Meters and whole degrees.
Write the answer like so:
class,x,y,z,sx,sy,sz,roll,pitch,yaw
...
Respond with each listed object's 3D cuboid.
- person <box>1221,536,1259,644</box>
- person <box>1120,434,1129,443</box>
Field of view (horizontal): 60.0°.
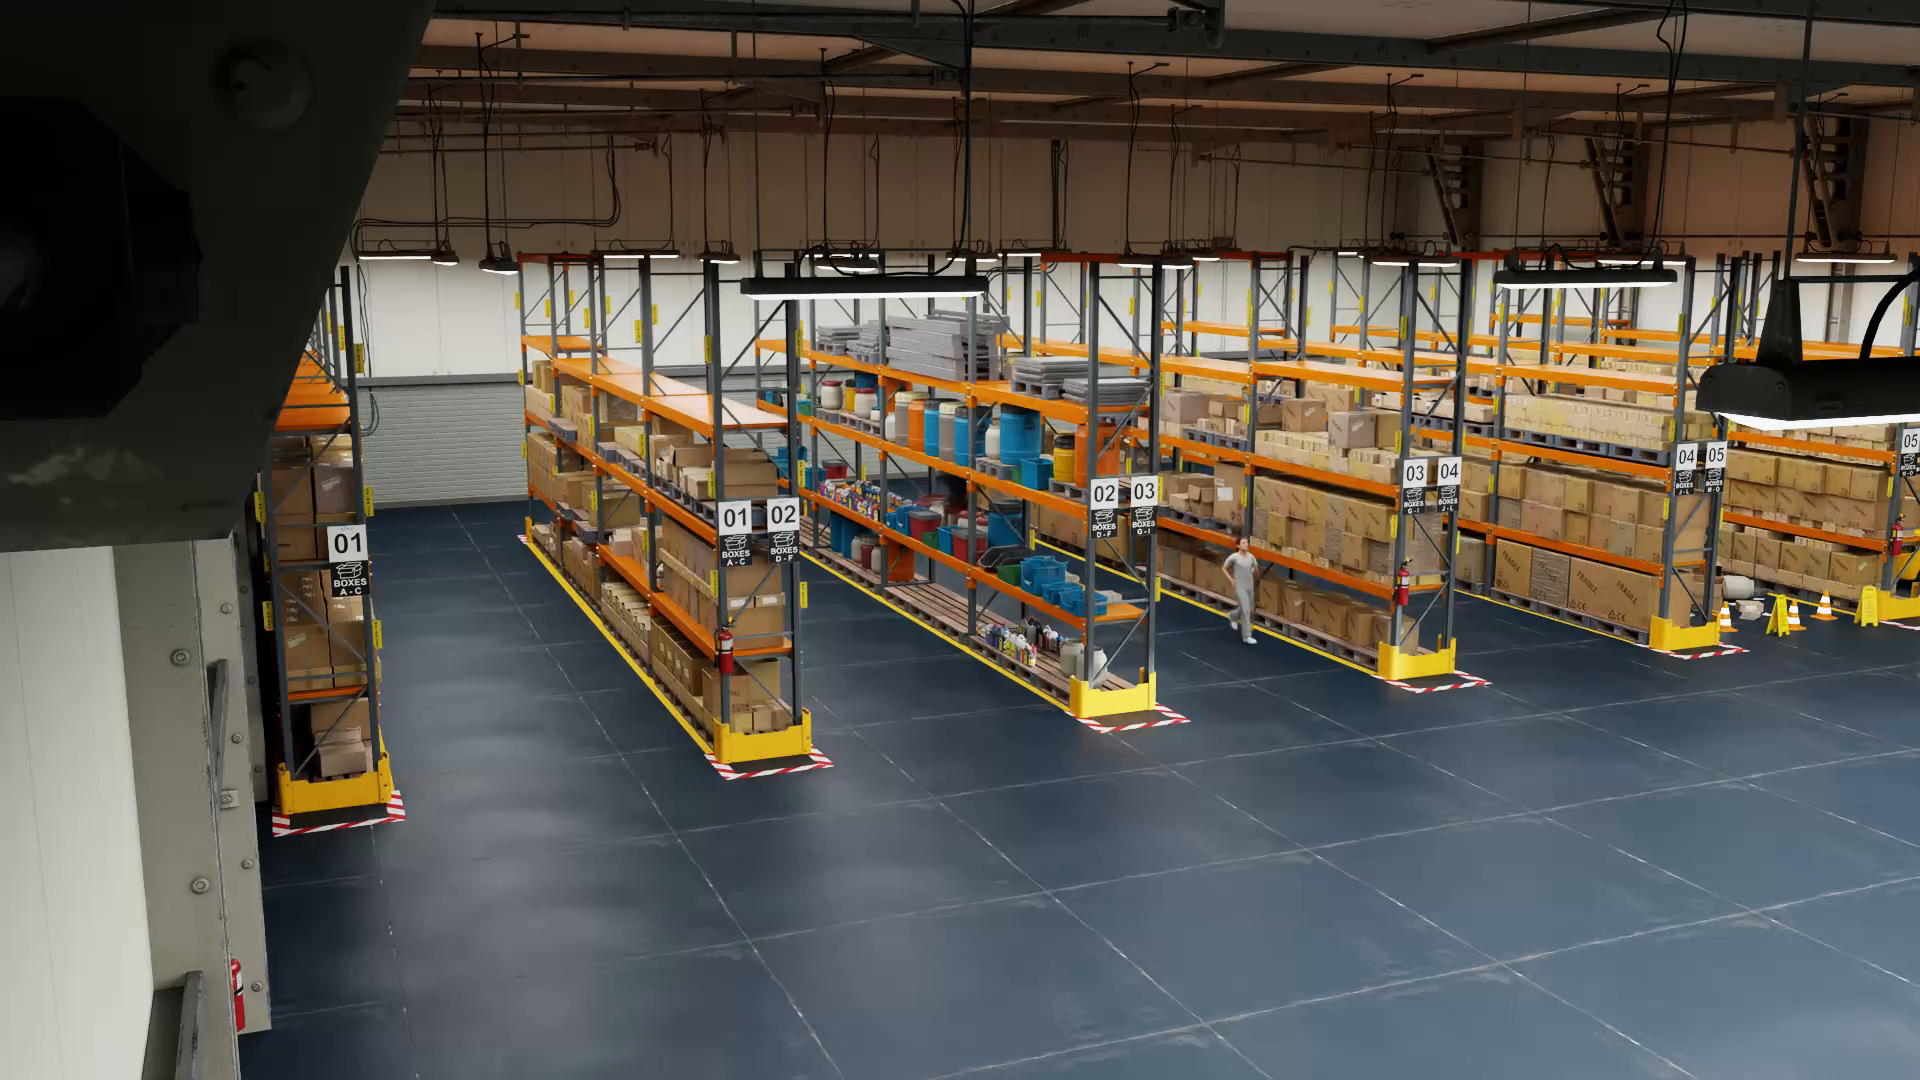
class,x,y,z,sx,sy,sz,roll,pitch,yaw
person,4.406,0.749,26.022,0.577,1.639,0.881,-5,11,-24
person,3.911,-1.907,40.997,0.735,1.685,0.651,8,13,37
